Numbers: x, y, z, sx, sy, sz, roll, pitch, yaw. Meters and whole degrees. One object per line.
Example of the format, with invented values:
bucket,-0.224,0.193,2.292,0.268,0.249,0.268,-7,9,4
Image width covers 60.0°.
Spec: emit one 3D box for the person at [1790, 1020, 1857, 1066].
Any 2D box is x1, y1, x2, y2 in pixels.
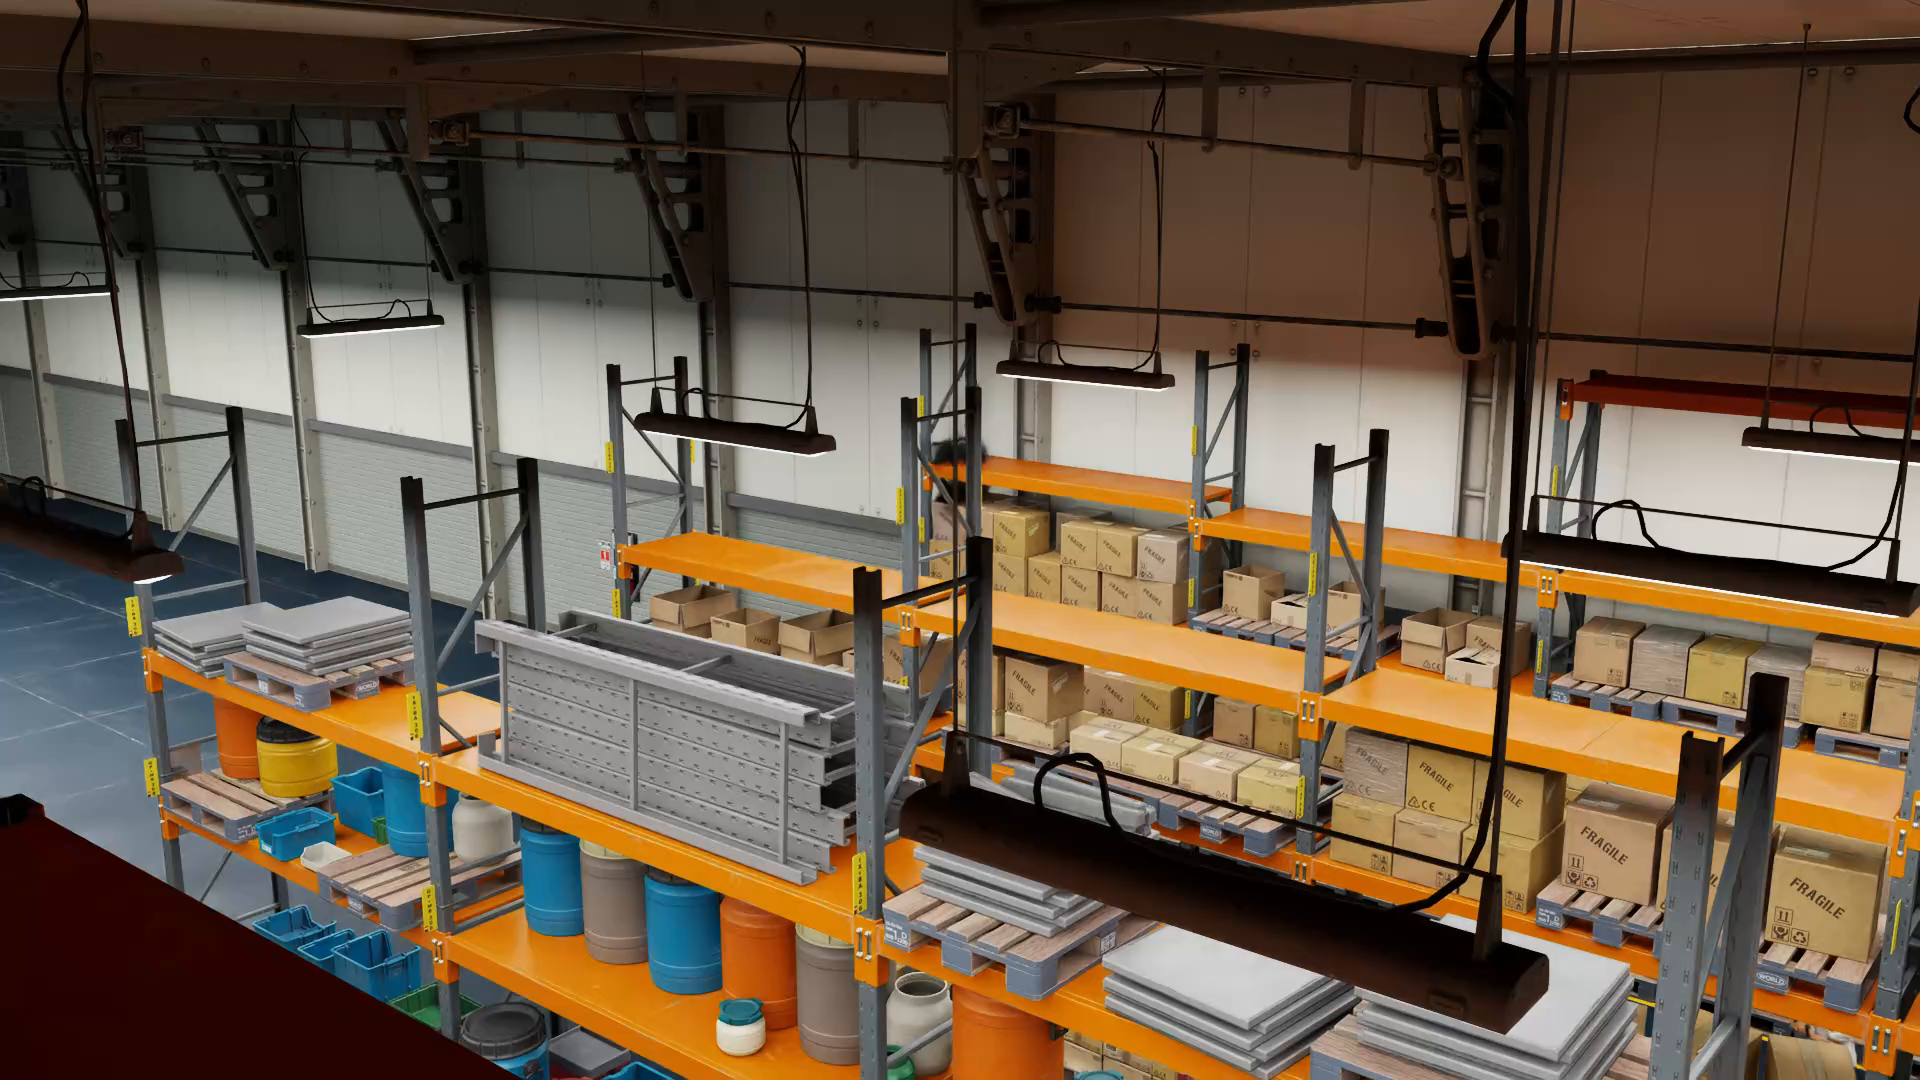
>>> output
person,7.139,4.258,13.592,0.912,1.643,0.616,7,14,28
